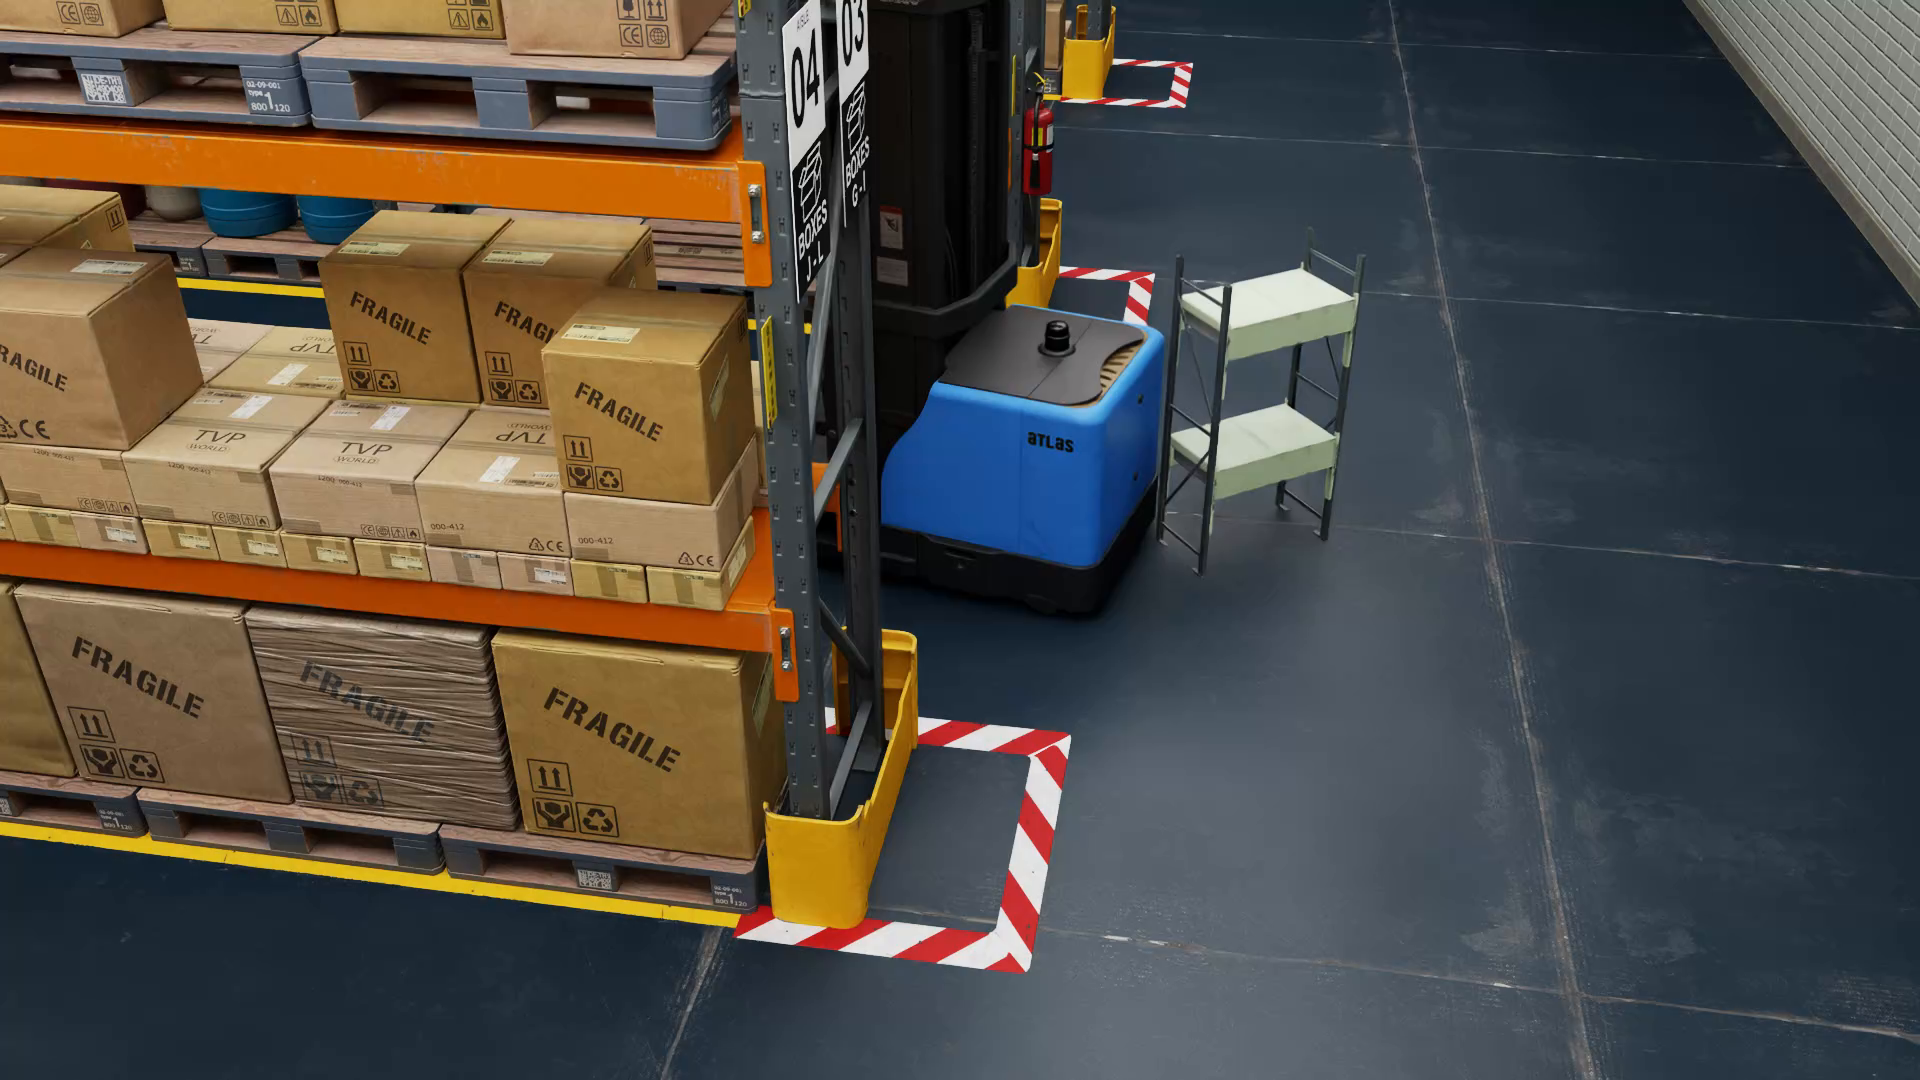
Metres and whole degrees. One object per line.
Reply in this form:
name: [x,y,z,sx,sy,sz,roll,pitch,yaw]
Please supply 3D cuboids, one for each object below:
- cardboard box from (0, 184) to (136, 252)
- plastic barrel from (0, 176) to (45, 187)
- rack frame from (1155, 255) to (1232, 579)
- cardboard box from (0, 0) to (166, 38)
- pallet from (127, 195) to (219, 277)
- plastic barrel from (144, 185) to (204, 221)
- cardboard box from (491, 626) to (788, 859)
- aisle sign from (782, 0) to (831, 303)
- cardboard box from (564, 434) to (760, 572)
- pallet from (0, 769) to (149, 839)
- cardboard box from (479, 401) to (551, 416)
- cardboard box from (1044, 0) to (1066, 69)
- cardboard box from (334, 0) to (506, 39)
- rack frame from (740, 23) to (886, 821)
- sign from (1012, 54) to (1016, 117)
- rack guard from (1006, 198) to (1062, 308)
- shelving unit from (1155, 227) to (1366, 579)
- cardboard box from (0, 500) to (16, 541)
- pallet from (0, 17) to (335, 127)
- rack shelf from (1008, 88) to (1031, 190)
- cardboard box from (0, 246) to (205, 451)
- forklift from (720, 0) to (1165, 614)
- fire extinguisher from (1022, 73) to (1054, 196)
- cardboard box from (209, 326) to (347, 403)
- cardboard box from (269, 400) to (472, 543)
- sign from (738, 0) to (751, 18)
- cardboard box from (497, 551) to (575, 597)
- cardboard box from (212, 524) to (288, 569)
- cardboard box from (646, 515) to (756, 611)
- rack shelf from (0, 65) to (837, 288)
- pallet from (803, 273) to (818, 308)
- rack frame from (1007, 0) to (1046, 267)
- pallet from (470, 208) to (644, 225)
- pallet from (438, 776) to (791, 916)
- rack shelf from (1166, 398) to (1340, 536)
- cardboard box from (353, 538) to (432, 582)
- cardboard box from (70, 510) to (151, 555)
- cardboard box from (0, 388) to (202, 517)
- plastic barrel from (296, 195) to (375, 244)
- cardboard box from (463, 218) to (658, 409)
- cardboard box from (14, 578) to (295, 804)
cardboard box: [-3.406,-0.973,6.132,0.500,0.500,0.500,5,32,9]
plastic barrel: [-6.451,-2.573,11.483,0.421,0.512,0.421,0,32,0]
rack frame: [1.073,-0.548,7.711,0.023,1.500,0.400,-16,35,-23]
cardboard box: [-2.595,-1.865,4.991,0.500,0.500,0.700,7,33,10]
pallet: [-5.524,-2.148,11.482,1.213,0.211,1.003,5,32,8]
plastic barrel: [-5.337,-2.472,11.322,0.421,0.512,0.421,0,32,0]
cardboard box: [-1.099,0.524,6.193,0.875,0.875,0.875,5,32,8]
aisle sign: [-0.434,-1.122,4.766,0.004,0.787,0.394,5,32,8]
cardboard box: [-0.977,-0.151,5.525,0.500,0.250,0.500,5,32,7]
pallet: [-3.661,0.750,6.853,1.213,0.211,1.003,5,32,8]
cardboard box: [-1.396,-0.473,6.040,0.500,0.250,0.500,5,32,8]
cardboard box: [0.638,-4.411,14.411,0.500,0.500,0.500,5,32,8]
cardboard box: [-1.511,-1.850,4.966,0.500,0.500,0.700,4,32,6]
rack frame: [-0.455,-0.184,5.716,0.127,3.000,1.000,5,32,8]
sign: [0.302,-2.554,9.350,0.005,0.325,0.100,5,32,8]
rack guard: [0.405,-1.719,10.525,0.348,0.500,1.175,5,32,8]
shelving unit: [1.397,-0.638,7.856,0.755,1.500,0.431,-16,35,-23]
cardboard box: [-3.384,-0.165,5.923,0.250,0.149,0.380,4,32,7]
pallet: [-2.394,-1.586,5.213,1.213,0.211,1.003,5,32,8]
rack shelf: [-1.593,-2.648,10.331,4.000,0.370,1.077,5,32,8]
cardboard box: [-2.971,-0.653,5.620,0.500,0.500,0.500,4,32,7]
forklift: [-0.586,-1.404,7.730,3.031,2.935,1.130,13,34,19]
fire extinguisher: [0.451,-2.332,9.573,0.183,0.674,0.296,5,32,8]
cardboard box: [-2.406,-0.564,6.185,0.500,0.250,0.500,5,32,7]
cardboard box: [-1.979,-0.242,5.670,0.500,0.250,0.500,4,32,7]
sign: [-0.560,-1.514,4.255,0.005,0.325,0.100,5,32,8]
cardboard box: [-1.366,0.018,5.631,0.250,0.149,0.380,5,32,8]
cardboard box: [-2.368,-0.073,5.777,0.250,0.149,0.380,6,33,9]
cardboard box: [-0.861,0.063,5.559,0.250,0.149,0.380,6,33,9]
rack shelf: [-2.426,-1.329,5.397,4.000,0.370,1.077,5,32,8]
pallet: [-0.428,-1.686,10.745,1.213,0.211,1.003,5,32,8]
rack frame: [0.379,-2.774,9.855,0.127,3.000,1.000,5,32,8]
pallet: [-2.833,-1.904,11.093,1.213,0.211,1.003,5,32,8]
pallet: [-1.256,0.968,6.505,1.213,0.211,1.003,5,32,8]
rack shelf: [1.397,-0.362,8.029,0.720,0.370,0.431,-16,35,-23]
cardboard box: [-1.868,-0.027,5.703,0.250,0.149,0.380,4,32,7]
cardboard box: [-2.884,-0.118,5.849,0.250,0.149,0.380,6,32,9]
cardboard box: [-2.978,-0.334,5.818,0.500,0.250,0.500,6,33,9]
plastic barrel: [-4.098,-2.477,10.962,0.708,0.901,0.600,5,32,8]
cardboard box: [-1.375,-0.793,5.844,0.500,0.500,0.500,4,32,7]
cardboard box: [-2.873,0.363,6.450,0.875,0.875,0.875,5,32,8]
